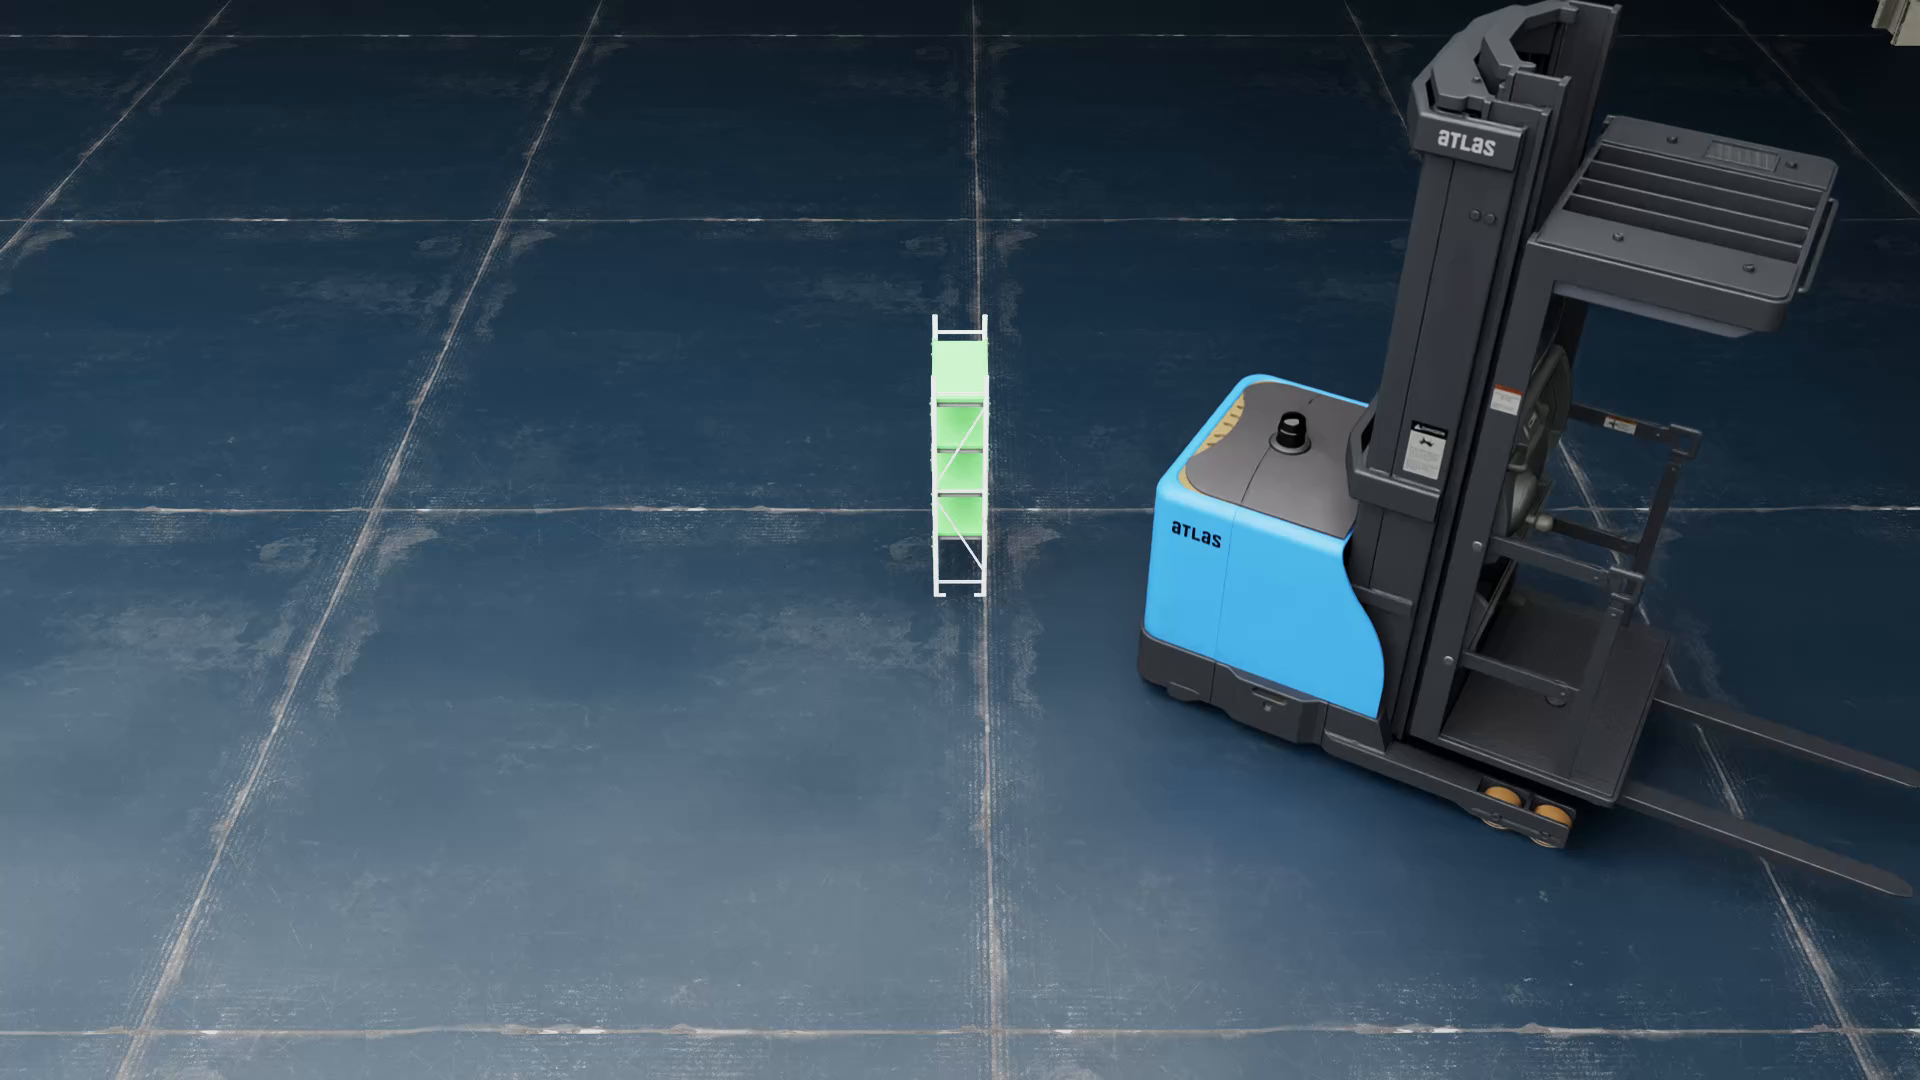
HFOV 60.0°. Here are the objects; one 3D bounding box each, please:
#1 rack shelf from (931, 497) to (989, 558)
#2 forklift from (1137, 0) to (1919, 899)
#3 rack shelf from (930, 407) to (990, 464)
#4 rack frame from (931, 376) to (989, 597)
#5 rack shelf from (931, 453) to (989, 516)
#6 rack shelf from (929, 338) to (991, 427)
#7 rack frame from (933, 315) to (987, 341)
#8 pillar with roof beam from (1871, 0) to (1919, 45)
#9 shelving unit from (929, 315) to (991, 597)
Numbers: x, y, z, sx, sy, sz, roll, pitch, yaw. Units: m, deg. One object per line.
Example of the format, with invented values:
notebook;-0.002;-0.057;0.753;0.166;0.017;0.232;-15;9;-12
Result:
rack shelf;0.000;-0.128;7.681;0.258;0.148;0.480;0;39;0
forklift;2.301;-0.325;6.058;3.031;2.935;1.130;20;43;23
rack shelf;0.000;-0.502;7.381;0.258;0.148;0.480;0;39;0
rack frame;0.000;-0.212;7.301;0.240;1.200;0.015;0;39;0
rack shelf;0.000;-0.315;7.531;0.258;0.148;0.480;0;39;0
rack shelf;0.000;-0.689;7.231;0.258;0.148;0.480;0;39;0
rack frame;0.000;-0.517;7.682;0.240;1.200;0.015;0;39;0
pillar with roof beam;2.985;-7.415;10.053;9.100;9.000;0.400;0;39;0
shelving unit;0.000;-0.365;7.491;0.258;1.200;0.503;0;39;0
